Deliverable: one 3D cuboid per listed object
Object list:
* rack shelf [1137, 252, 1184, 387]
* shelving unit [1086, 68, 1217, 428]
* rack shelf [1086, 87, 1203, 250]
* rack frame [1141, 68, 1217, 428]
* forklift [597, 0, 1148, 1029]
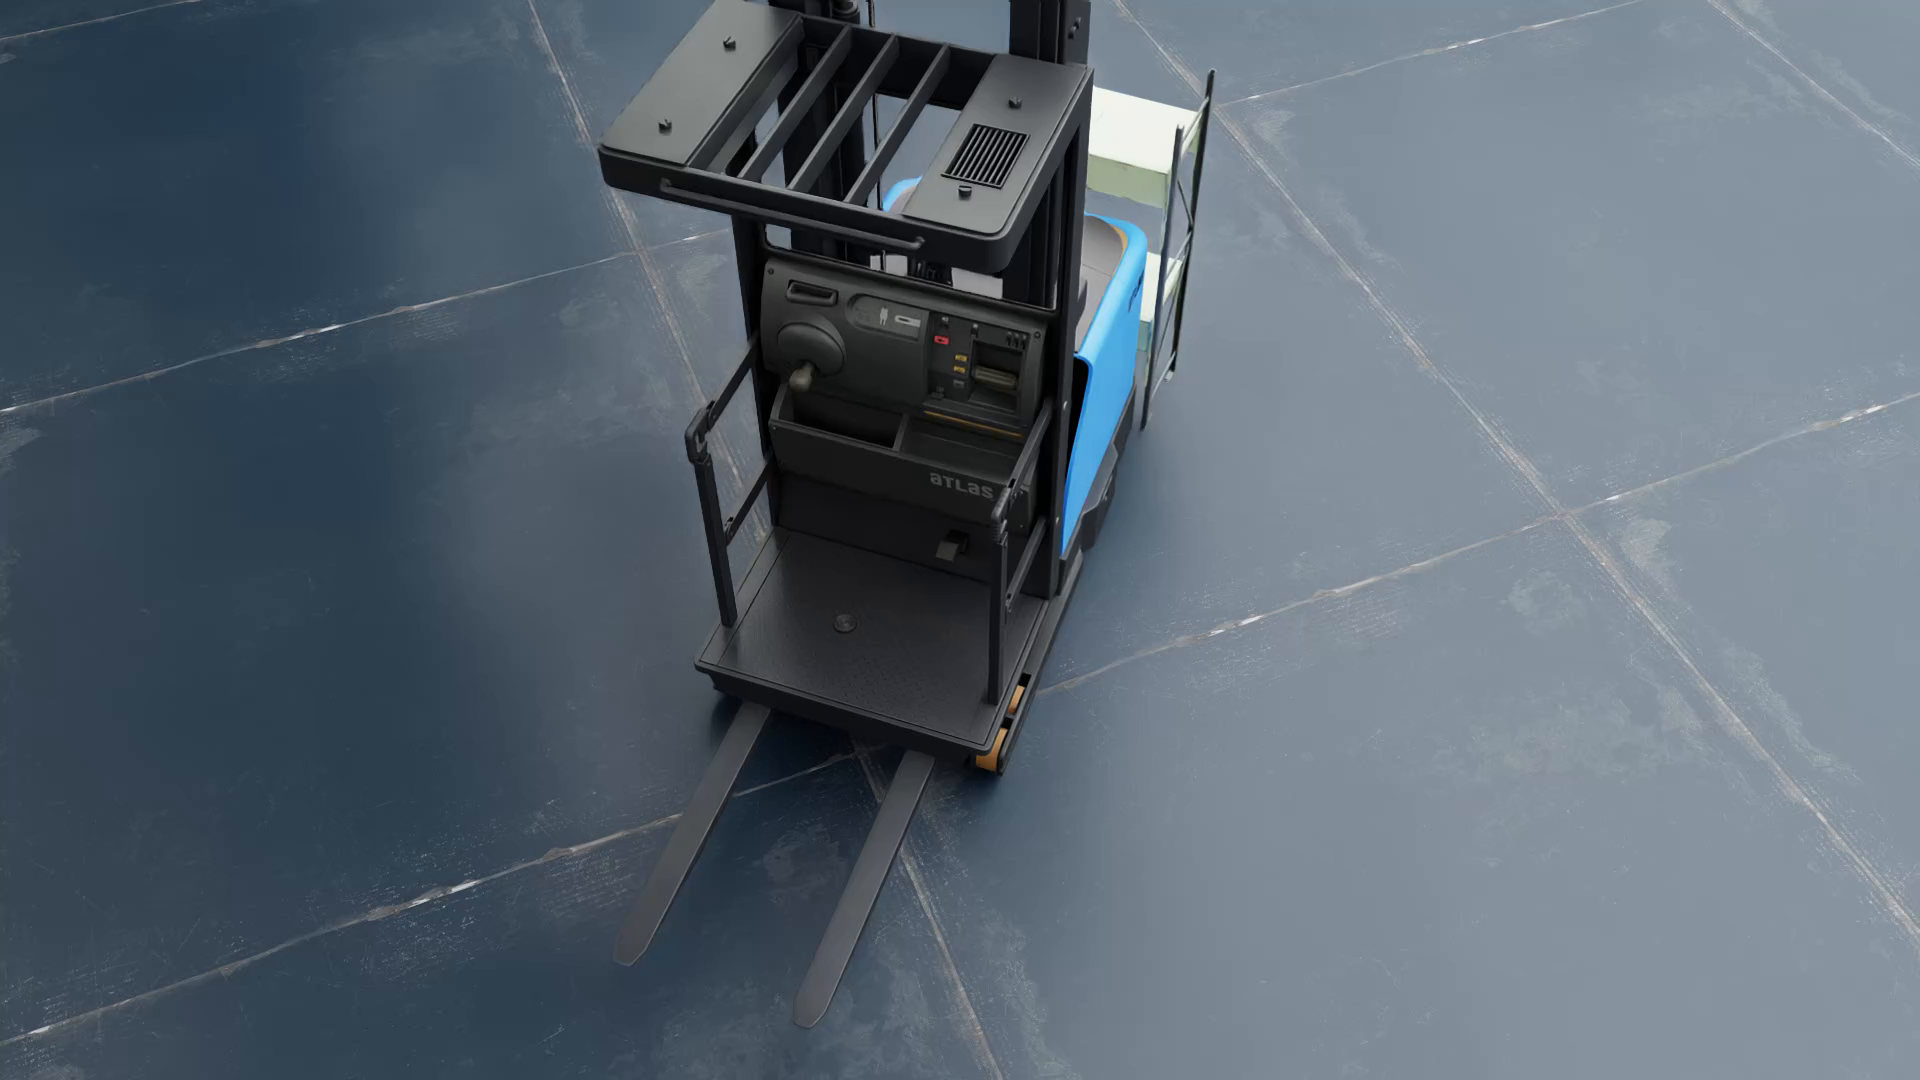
[{"bbox_3d":[0.516,-0.999,6.890,0.720,0.370,0.431,18,52,15],"label":"rack shelf"},{"bbox_3d":[0.516,-1.211,6.643,0.755,1.500,0.431,18,52,15],"label":"shelving unit"},{"bbox_3d":[0.516,-1.466,6.346,0.720,0.370,0.431,18,52,15],"label":"rack shelf"},{"bbox_3d":[0.851,-1.100,6.547,0.023,1.500,0.400,18,52,15],"label":"rack frame"},{"bbox_3d":[-0.258,-0.497,5.086,1.130,2.935,3.031,15,51,13],"label":"forklift"}]
